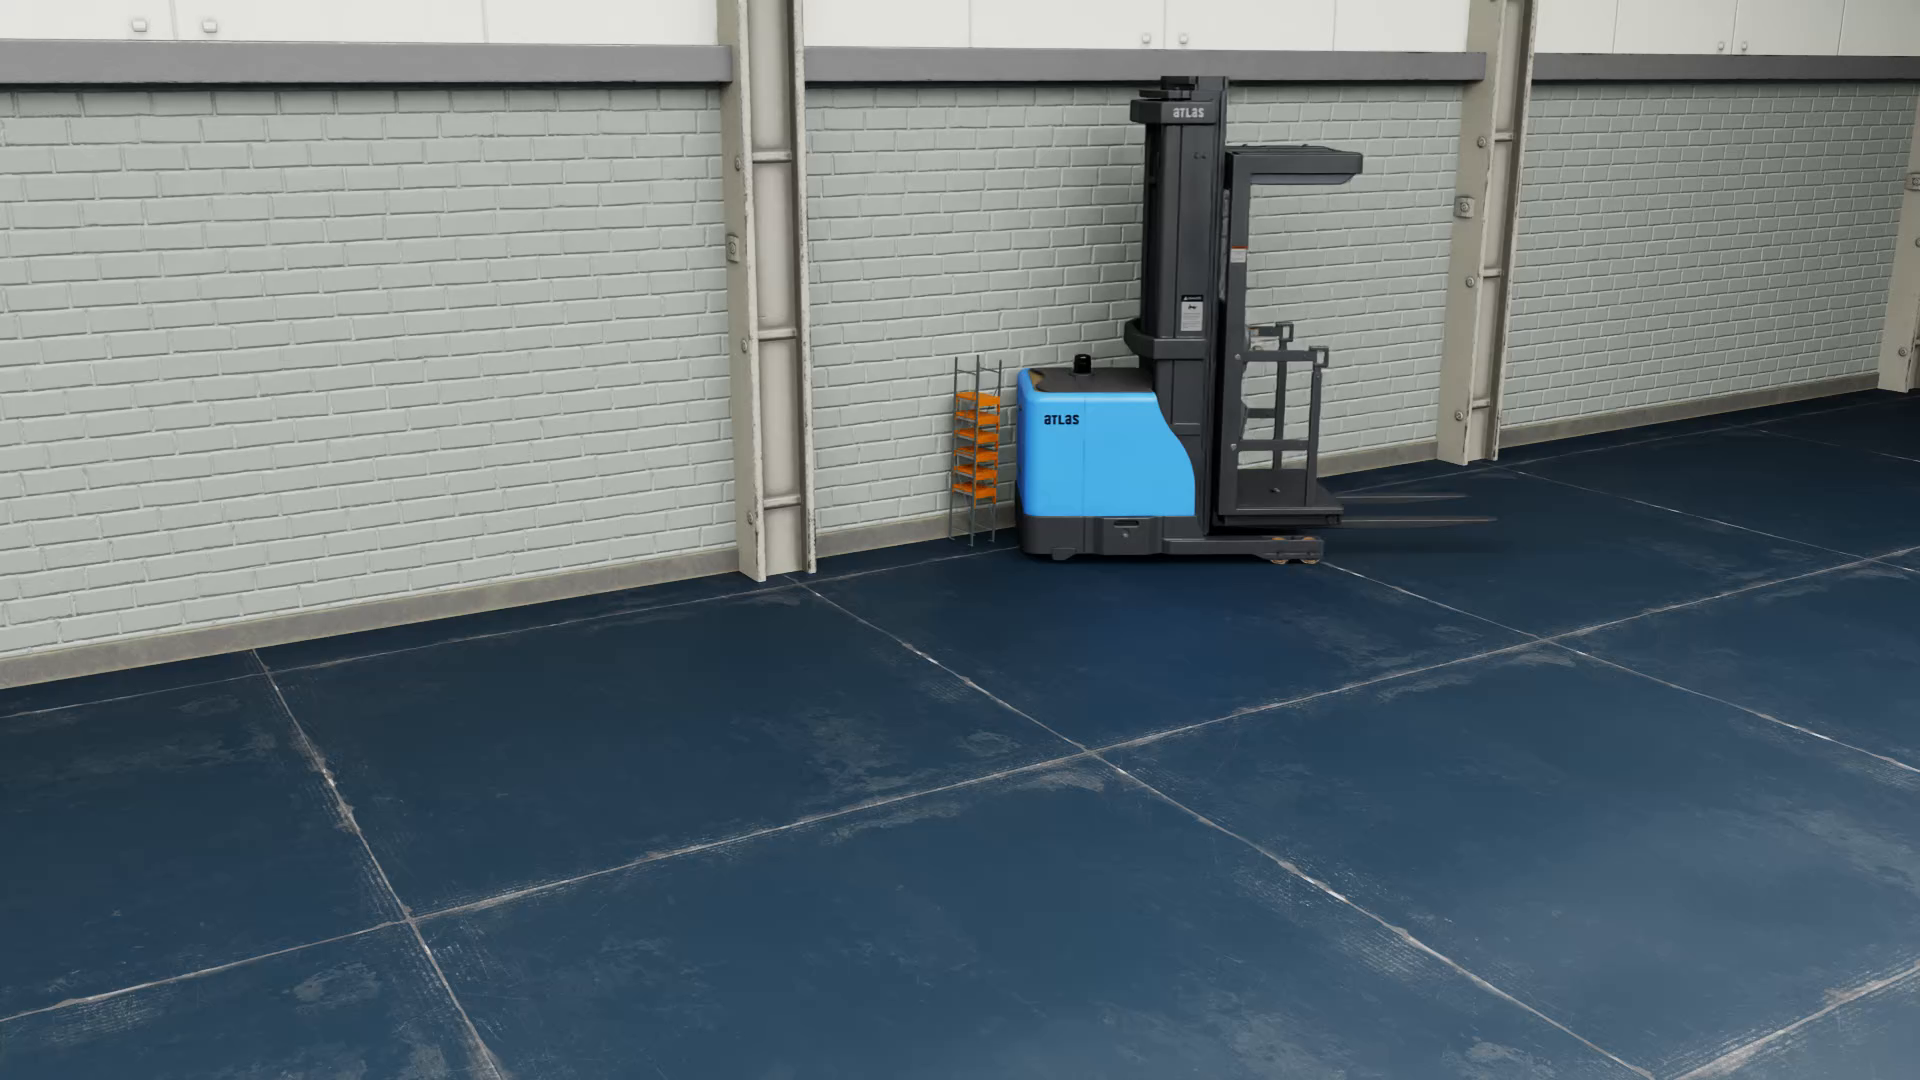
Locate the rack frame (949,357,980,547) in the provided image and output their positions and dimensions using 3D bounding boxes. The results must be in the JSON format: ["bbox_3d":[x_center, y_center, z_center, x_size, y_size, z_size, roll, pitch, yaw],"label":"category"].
[{"bbox_3d":[0.026,-0.563,10.665,0.006,1.200,0.240,-11,20,-39],"label":"rack frame"}]

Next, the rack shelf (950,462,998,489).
[{"bbox_3d":[0.090,-0.418,10.766,0.180,0.103,0.258,-11,20,-39],"label":"rack shelf"}]

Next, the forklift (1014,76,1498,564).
[{"bbox_3d":[1.892,-1.403,10.486,3.031,2.935,1.130,0,16,-1],"label":"forklift"}]

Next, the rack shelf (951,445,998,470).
[{"bbox_3d":[0.094,-0.533,10.734,0.180,0.103,0.258,-11,20,-39],"label":"rack shelf"}]

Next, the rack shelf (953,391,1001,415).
[{"bbox_3d":[0.107,-0.880,10.638,0.180,0.103,0.258,-11,20,-39],"label":"rack shelf"}]

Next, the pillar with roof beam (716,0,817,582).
[{"bbox_3d":[1.091,-3.148,5.467,0.400,9.000,9.100,-9,18,-30],"label":"pillar with roof beam"}]

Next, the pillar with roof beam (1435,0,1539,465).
[{"bbox_3d":[6.234,-3.982,8.442,0.400,9.000,9.100,-9,18,-30],"label":"pillar with roof beam"}]

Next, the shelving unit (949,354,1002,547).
[{"bbox_3d":[0.096,-0.576,10.722,0.189,1.200,0.258,-11,20,-39],"label":"shelving unit"}]

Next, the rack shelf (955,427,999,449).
[{"bbox_3d":[0.098,-0.649,10.702,0.180,0.103,0.258,-11,20,-39],"label":"rack shelf"}]

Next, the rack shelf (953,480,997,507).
[{"bbox_3d":[0.085,-0.302,10.798,0.180,0.103,0.258,-11,20,-39],"label":"rack shelf"}]

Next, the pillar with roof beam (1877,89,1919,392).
[{"bbox_3d":[11.377,-4.816,11.418,0.400,9.000,9.100,-9,18,-30],"label":"pillar with roof beam"}]

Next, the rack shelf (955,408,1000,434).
[{"bbox_3d":[0.103,-0.765,10.670,0.180,0.103,0.258,-11,20,-39],"label":"rack shelf"}]

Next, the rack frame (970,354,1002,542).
[{"bbox_3d":[0.166,-0.590,10.780,0.006,1.200,0.240,-11,20,-39],"label":"rack frame"}]
